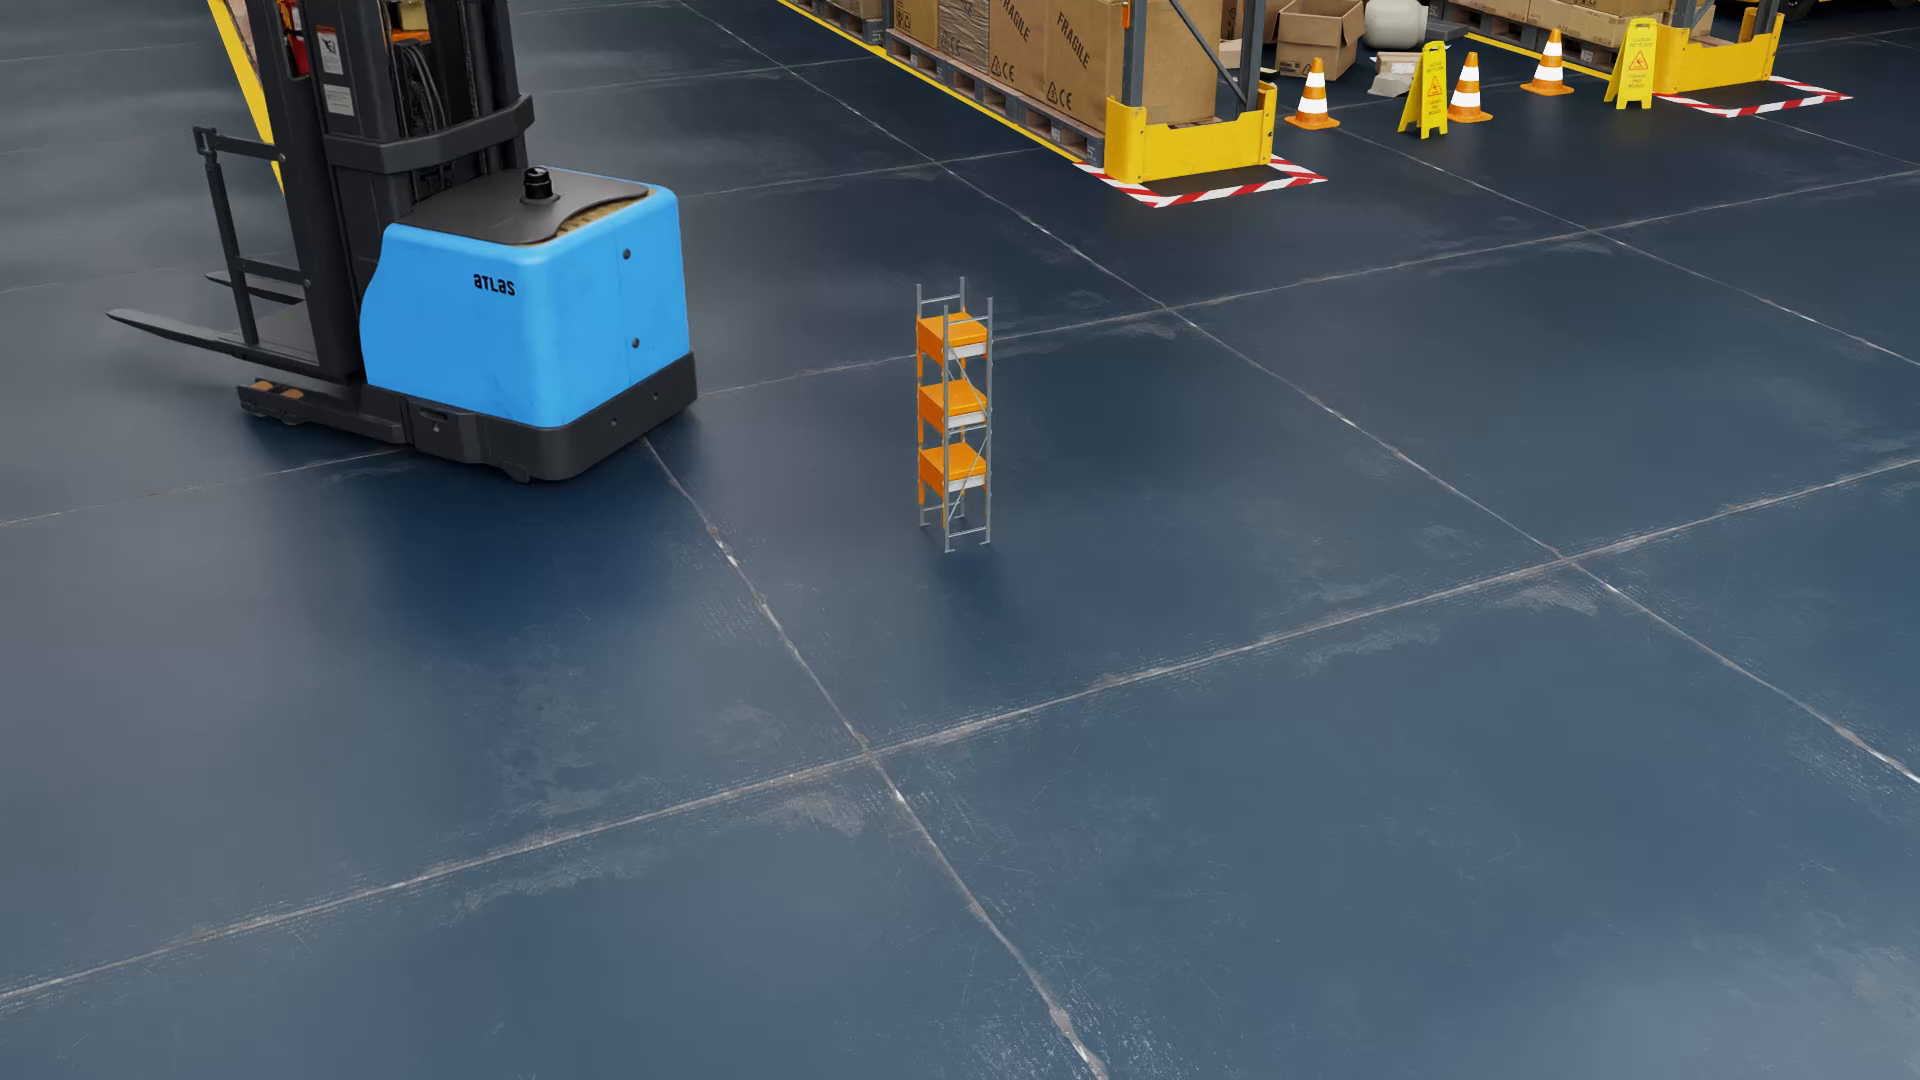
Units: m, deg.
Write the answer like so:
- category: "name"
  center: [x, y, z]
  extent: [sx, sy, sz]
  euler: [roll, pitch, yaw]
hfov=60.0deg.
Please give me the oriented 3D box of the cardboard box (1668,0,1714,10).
- category: "cardboard box"
  center: [5.852, -4.664, 13.616]
  extent: [0.500, 0.500, 0.500]
  euler: [-14, 32, -24]

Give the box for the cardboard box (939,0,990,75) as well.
- category: "cardboard box"
  center: [0.412, -4.178, 12.876]
  extent: [0.875, 0.875, 0.875]
  euler: [-13, 32, -22]

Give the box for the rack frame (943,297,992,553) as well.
- category: "rack frame"
  center: [0.029, -0.428, 6.439]
  extent: [0.200, 1.050, 0.008]
  euler: [-13, 32, -22]

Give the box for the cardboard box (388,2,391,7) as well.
- category: "cardboard box"
  center: [-3.082, -3.142, 9.543]
  extent: [0.380, 0.149, 0.250]
  euler: [-13, 32, -22]

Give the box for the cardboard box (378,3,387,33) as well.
- category: "cardboard box"
  center: [-3.300, -2.820, 8.970]
  extent: [0.380, 0.149, 0.250]
  euler: [-13, 32, -22]

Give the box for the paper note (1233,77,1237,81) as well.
- category: "paper note"
  center: [2.205, -3.694, 13.327]
  extent: [0.032, 0.001, 0.123]
  euler: [2, 29, 4]

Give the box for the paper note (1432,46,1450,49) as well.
- category: "paper note"
  center: [4.114, -4.239, 14.278]
  extent: [0.148, 0.019, 0.142]
  euler: [26, 38, 38]

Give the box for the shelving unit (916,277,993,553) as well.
- category: "shelving unit"
  center: [-0.023, -0.482, 6.535]
  extent: [0.215, 1.050, 0.252]
  euler: [-13, 32, -22]

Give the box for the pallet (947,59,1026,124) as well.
- category: "pallet"
  center: [0.598, -3.503, 12.781]
  extent: [1.003, 0.211, 1.213]
  euler: [-13, 32, -22]

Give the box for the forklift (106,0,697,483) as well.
- category: "forklift"
  center: [-2.778, -2.019, 7.354]
  extent: [3.031, 2.935, 1.130]
  euler: [14, 32, 24]

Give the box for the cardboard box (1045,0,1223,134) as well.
- category: "cardboard box"
  center: [1.181, -3.386, 11.465]
  extent: [0.875, 0.875, 0.875]
  euler: [-13, 32, -22]

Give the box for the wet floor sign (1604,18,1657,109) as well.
- category: "wet floor sign"
  center: [5.075, -3.593, 12.497]
  extent: [0.267, 0.644, 0.232]
  euler: [-3, 29, -5]

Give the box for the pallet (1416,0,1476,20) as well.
- category: "pallet"
  center: [4.562, -5.190, 15.789]
  extent: [1.003, 0.211, 1.213]
  euler: [-13, 32, -22]

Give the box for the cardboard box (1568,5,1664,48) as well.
- category: "cardboard box"
  center: [5.359, -4.223, 13.596]
  extent: [0.500, 0.250, 0.500]
  euler: [-13, 32, -22]

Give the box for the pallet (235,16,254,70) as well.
- category: "pallet"
  center: [-5.571, -4.281, 14.169]
  extent: [1.003, 0.211, 1.213]
  euler: [-13, 32, -22]

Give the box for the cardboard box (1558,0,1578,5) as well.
- category: "cardboard box"
  center: [5.153, -4.768, 13.801]
  extent: [0.500, 0.500, 0.500]
  euler: [-12, 31, -20]

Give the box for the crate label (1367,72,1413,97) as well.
- category: "crate label"
  center: [3.360, -3.550, 12.940]
  extent: [0.298, 0.136, 0.250]
  euler: [19, 34, 30]

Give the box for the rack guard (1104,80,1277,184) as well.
- category: "rack guard"
  center: [1.542, -2.743, 11.131]
  extent: [1.175, 0.500, 0.348]
  euler: [-13, 32, -22]

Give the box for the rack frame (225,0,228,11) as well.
- category: "rack frame"
  center: [-6.425, -6.381, 15.063]
  extent: [1.000, 3.000, 0.127]
  euler: [-13, 32, -22]

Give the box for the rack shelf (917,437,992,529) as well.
- category: "rack shelf"
  center: [-0.023, -0.230, 6.676]
  extent: [0.215, 0.259, 0.240]
  euler: [-13, 32, -22]

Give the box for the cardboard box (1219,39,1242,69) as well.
- category: "cardboard box"
  center: [2.216, -4.046, 13.694]
  extent: [0.396, 0.266, 0.258]
  euler: [-8, 30, -13]

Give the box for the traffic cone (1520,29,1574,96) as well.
- category: "traffic cone"
  center: [4.610, -3.741, 12.948]
  extent: [0.336, 0.463, 0.334]
  euler: [-13, 32, -22]

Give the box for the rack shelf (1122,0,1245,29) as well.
- category: "rack shelf"
  center: [0.673, -4.414, 12.290]
  extent: [1.077, 0.370, 4.000]
  euler: [-13, 32, -22]

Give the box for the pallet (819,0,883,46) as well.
- category: "pallet"
  center: [-0.584, -4.720, 14.951]
  extent: [1.003, 0.211, 1.213]
  euler: [-13, 32, -22]

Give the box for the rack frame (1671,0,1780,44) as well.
- category: "rack frame"
  center: [5.959, -4.928, 12.472]
  extent: [1.000, 3.000, 0.127]
  euler: [-13, 32, -22]

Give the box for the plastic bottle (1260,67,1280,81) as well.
- category: "plastic bottle"
  center: [2.426, -3.764, 13.399]
  extent: [0.283, 0.061, 0.133]
  euler: [26, 38, 38]

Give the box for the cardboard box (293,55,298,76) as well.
- category: "cardboard box"
  center: [-4.320, -3.271, 11.642]
  extent: [0.500, 0.500, 0.500]
  euler: [-3, 29, -6]

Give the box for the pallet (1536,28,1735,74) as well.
- category: "pallet"
  center: [5.610, -4.112, 13.867]
  extent: [1.003, 0.211, 1.213]
  euler: [-13, 32, -22]

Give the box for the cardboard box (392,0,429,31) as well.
- category: "cardboard box"
  center: [-2.898, -2.914, 9.136]
  extent: [0.380, 0.149, 0.250]
  euler: [-13, 32, -22]

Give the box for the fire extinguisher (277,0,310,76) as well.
- category: "fire extinguisher"
  center: [-3.358, -2.666, 8.517]
  extent: [0.296, 0.674, 0.183]
  euler: [-13, 32, -22]

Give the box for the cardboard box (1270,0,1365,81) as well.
- category: "cardboard box"
  center: [2.919, -4.084, 13.518]
  extent: [0.637, 0.503, 0.797]
  euler: [13, 32, 21]

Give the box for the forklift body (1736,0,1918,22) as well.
- category: "forklift body"
  center: [7.979, -6.056, 15.352]
  extent: [2.313, 2.155, 1.214]
  euler: [-13, 32, -22]

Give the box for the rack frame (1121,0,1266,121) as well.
- category: "rack frame"
  center: [1.532, -3.844, 10.539]
  extent: [1.000, 3.000, 0.127]
  euler: [-13, 32, -22]

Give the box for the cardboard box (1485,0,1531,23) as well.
- category: "cardboard box"
  center: [4.924, -4.673, 14.399]
  extent: [0.500, 0.250, 0.500]
  euler: [-14, 32, -24]
